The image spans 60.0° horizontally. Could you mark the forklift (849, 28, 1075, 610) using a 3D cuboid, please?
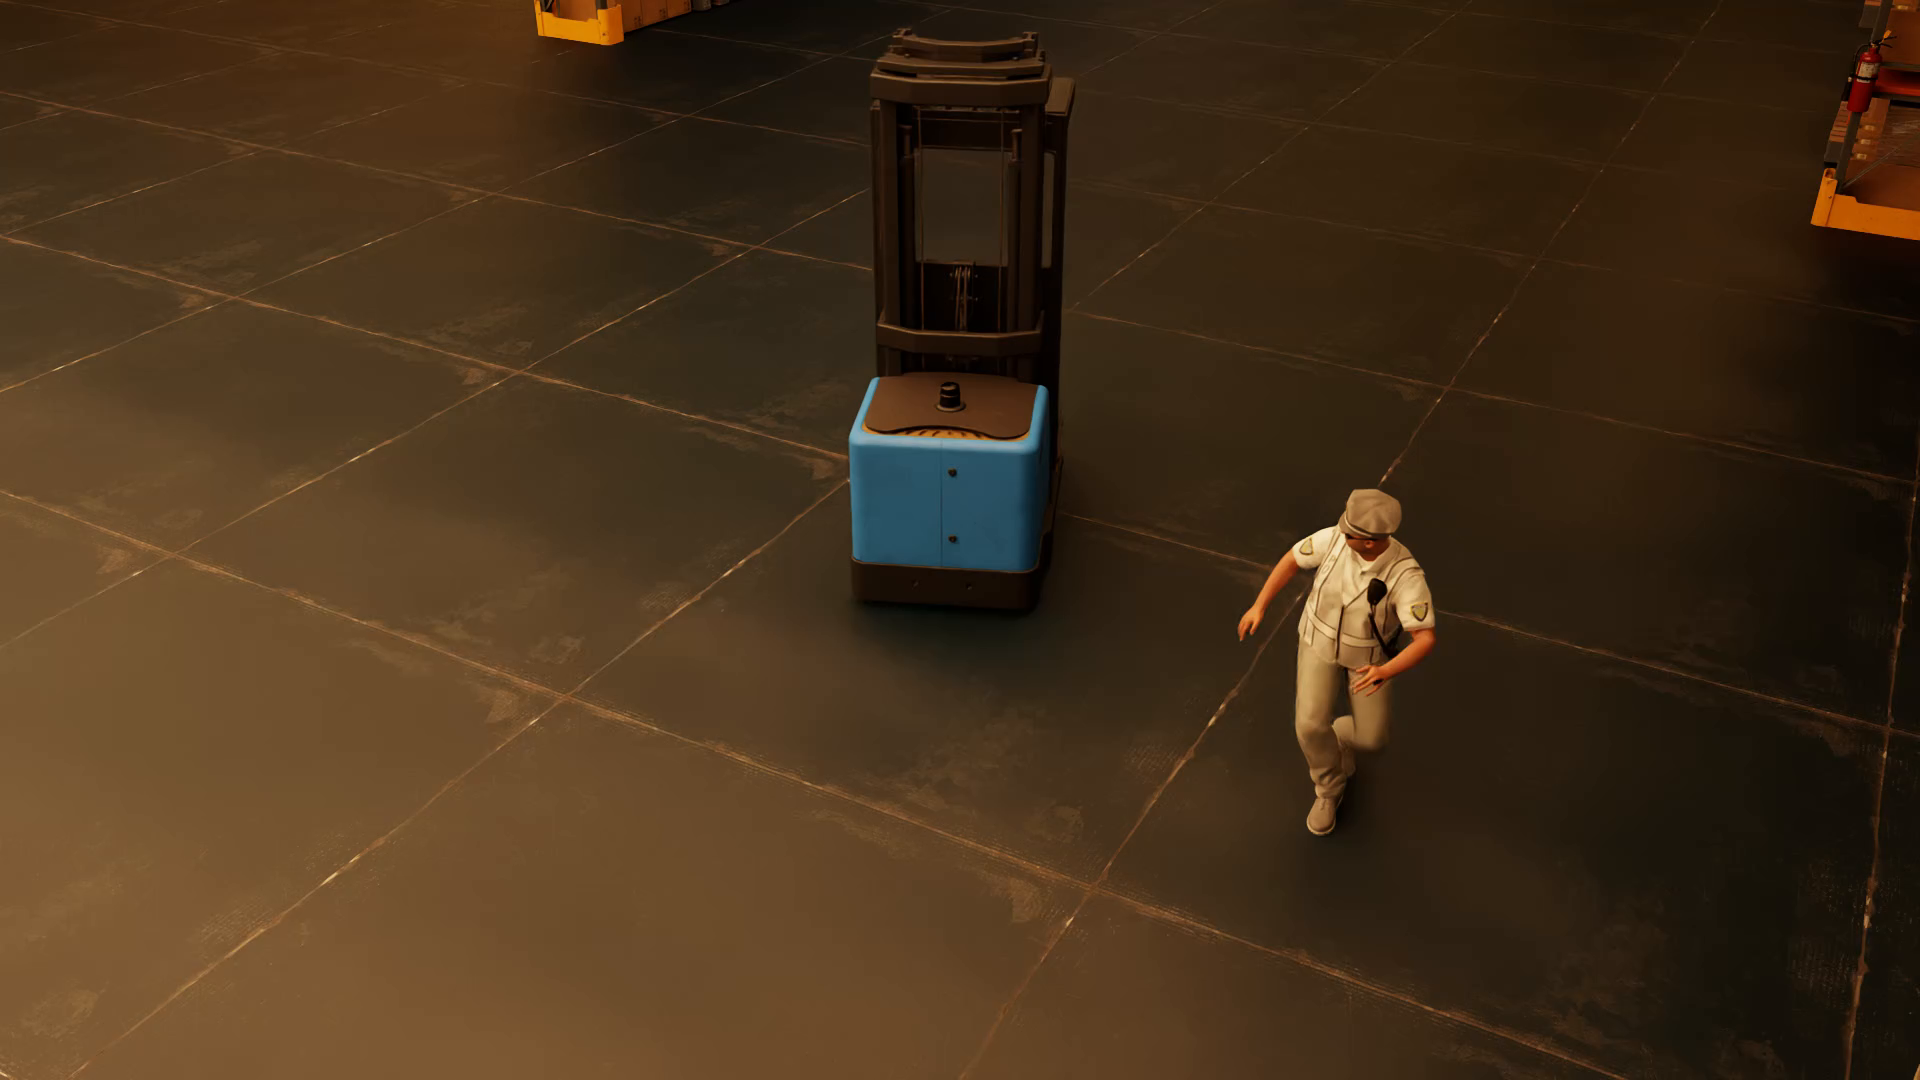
[{"bbox_3d":[0.078,-1.596,9.837,1.130,2.935,3.031,3,30,6],"label":"forklift"}]

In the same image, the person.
[{"bbox_3d":[1.665,0.526,7.472,0.886,1.637,0.852,11,32,19],"label":"person"}]
